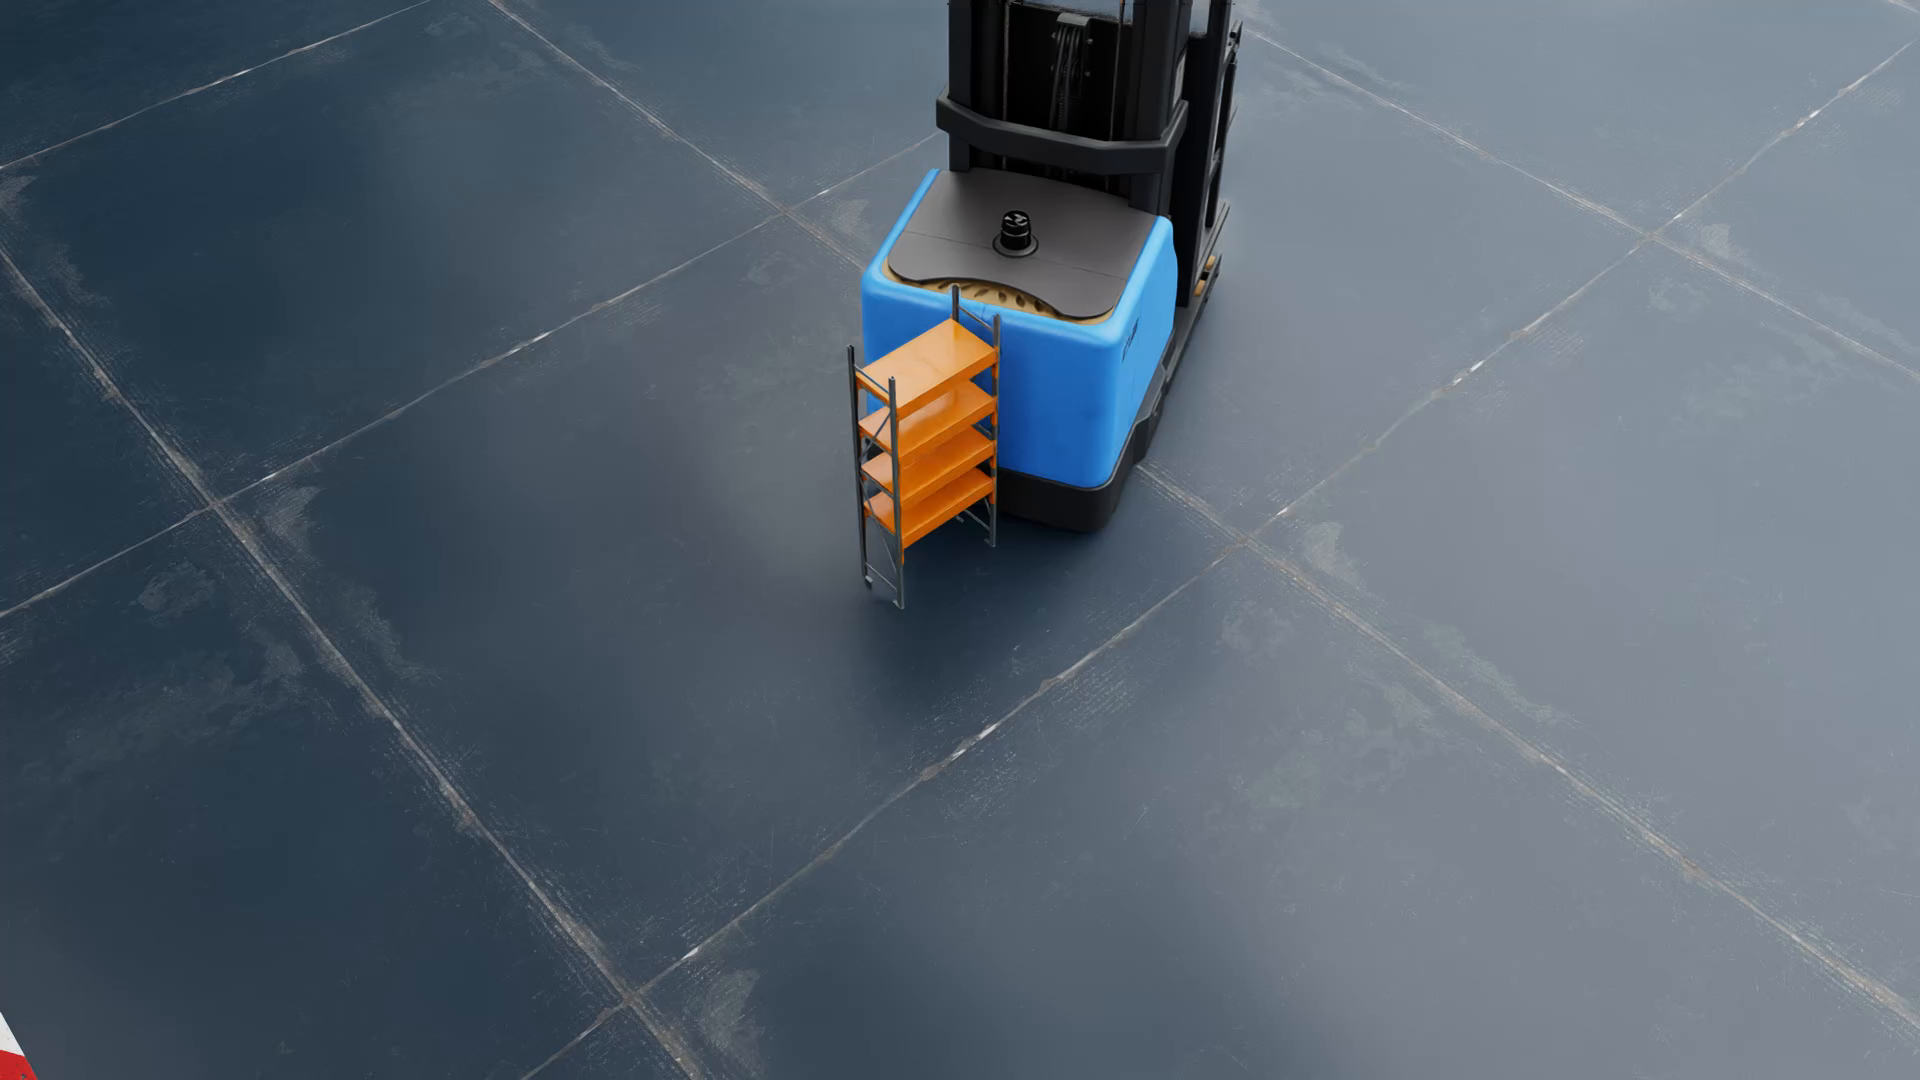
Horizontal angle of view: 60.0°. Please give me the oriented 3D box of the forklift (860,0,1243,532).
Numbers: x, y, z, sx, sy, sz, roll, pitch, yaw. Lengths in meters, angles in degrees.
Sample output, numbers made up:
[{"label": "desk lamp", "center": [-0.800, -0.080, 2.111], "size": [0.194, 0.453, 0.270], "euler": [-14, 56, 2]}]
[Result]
[{"label": "forklift", "center": [0.587, -2.132, 6.723], "size": [1.130, 2.935, 3.031], "euler": [15, 49, 13]}]

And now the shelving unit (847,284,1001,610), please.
[{"label": "shelving unit", "center": [-0.124, -0.323, 6.231], "size": [0.503, 1.200, 0.258], "euler": [-34, 56, -27]}]

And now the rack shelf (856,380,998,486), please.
[{"label": "rack shelf", "center": [-0.124, -0.429, 6.116], "size": [0.480, 0.148, 0.258], "euler": [-34, 56, -27]}]

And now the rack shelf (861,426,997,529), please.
[{"label": "rack shelf", "center": [-0.124, -0.277, 6.281], "size": [0.480, 0.148, 0.258], "euler": [-34, 56, -27]}]

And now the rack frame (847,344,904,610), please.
[{"label": "rack frame", "center": [-0.304, -0.202, 6.120], "size": [0.015, 1.200, 0.240], "euler": [-34, 56, -27]}]

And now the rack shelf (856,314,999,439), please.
[{"label": "rack shelf", "center": [-0.123, -0.589, 5.942], "size": [0.480, 0.148, 0.258], "euler": [-34, 56, -27]}]

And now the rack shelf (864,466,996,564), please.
[{"label": "rack shelf", "center": [-0.124, -0.142, 6.427], "size": [0.480, 0.148, 0.258], "euler": [-34, 56, -27]}]

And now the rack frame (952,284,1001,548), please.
[{"label": "rack frame", "center": [0.057, -0.443, 6.342], "size": [0.015, 1.200, 0.240], "euler": [-34, 56, -27]}]
